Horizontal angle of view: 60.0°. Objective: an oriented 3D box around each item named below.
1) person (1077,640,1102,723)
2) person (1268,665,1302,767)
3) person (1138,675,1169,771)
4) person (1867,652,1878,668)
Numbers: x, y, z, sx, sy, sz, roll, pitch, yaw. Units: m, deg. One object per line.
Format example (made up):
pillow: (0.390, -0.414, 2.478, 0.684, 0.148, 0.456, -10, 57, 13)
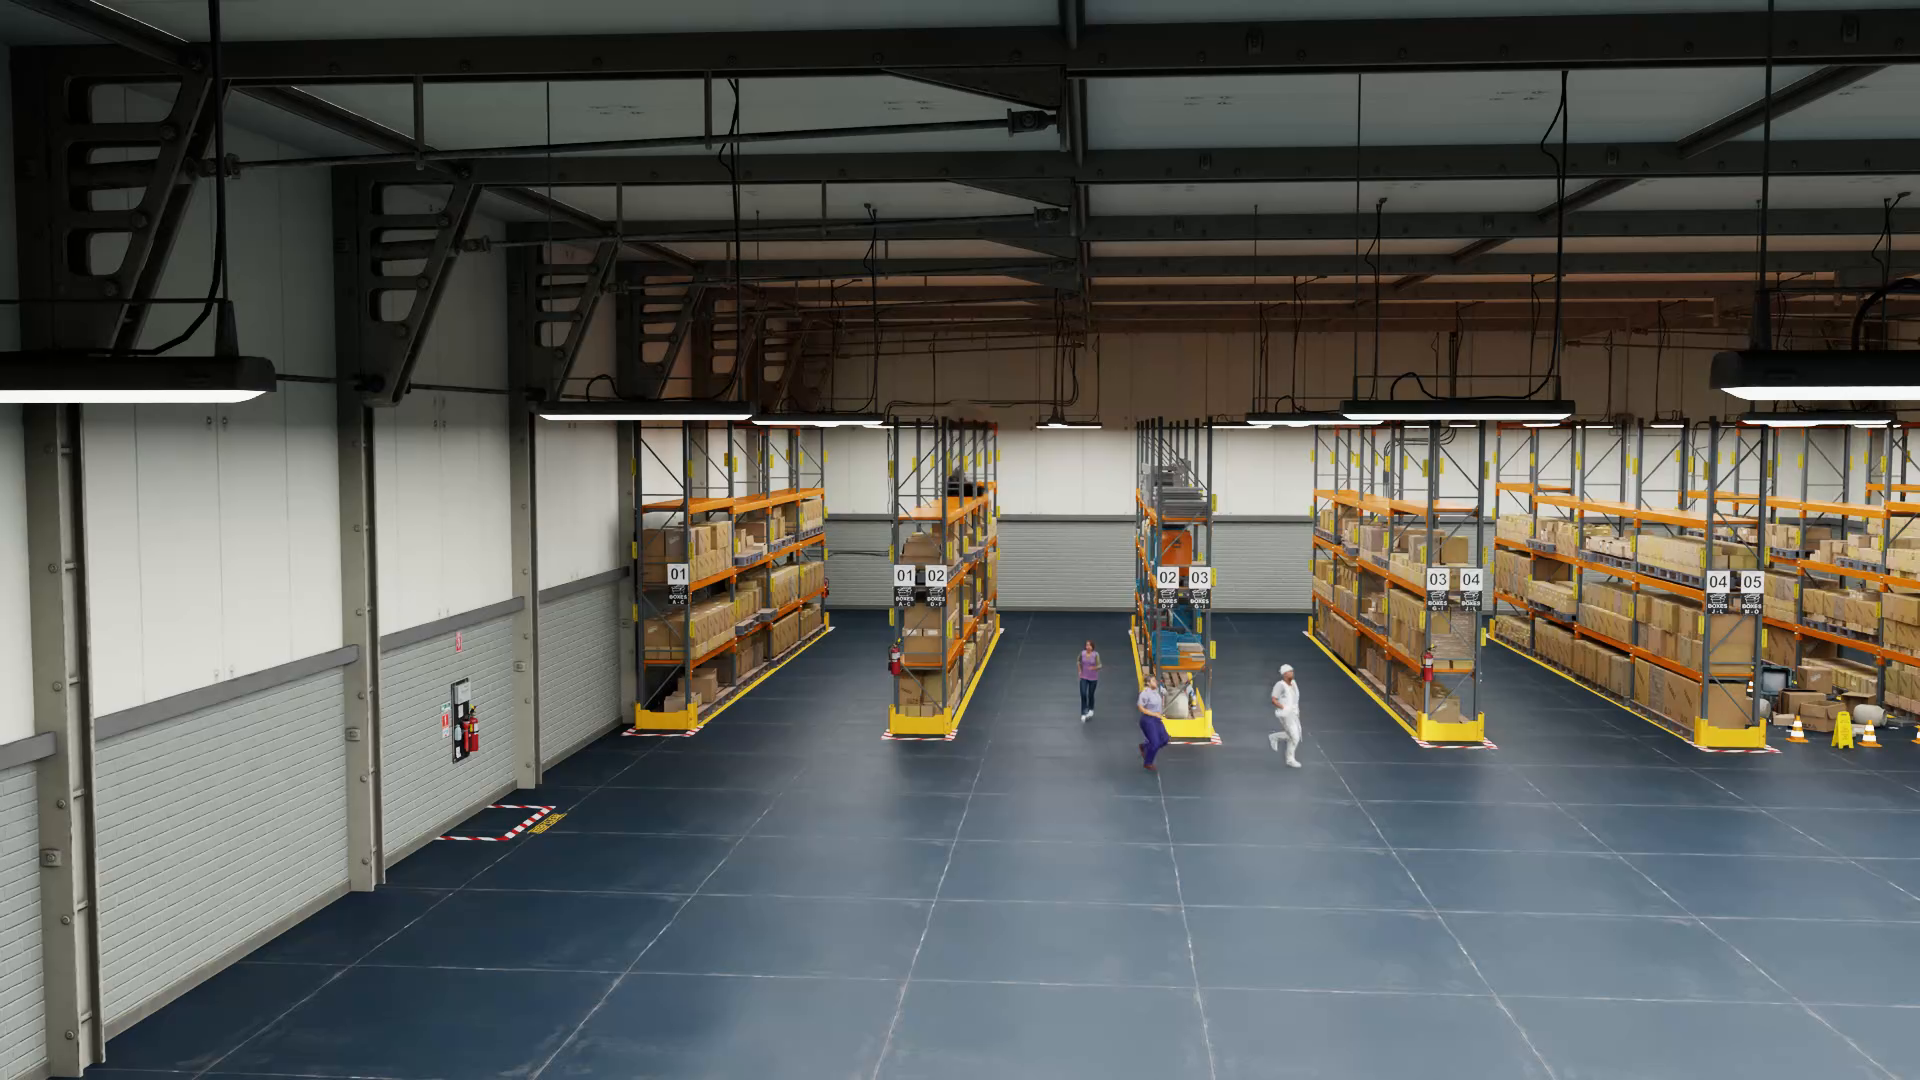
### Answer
person: (2.547, 2.779, 32.860, 0.521, 1.640, 0.727, 1, 4, 9)
person: (5.575, 3.002, 28.578, 0.667, 1.738, 0.711, 3, 5, 36)
person: (3.251, 3.090, 28.166, 0.512, 1.610, 0.662, 2, 4, 32)
person: (22.081, 2.242, 40.080, 0.707, 1.739, 0.566, 0, 4, -2)
